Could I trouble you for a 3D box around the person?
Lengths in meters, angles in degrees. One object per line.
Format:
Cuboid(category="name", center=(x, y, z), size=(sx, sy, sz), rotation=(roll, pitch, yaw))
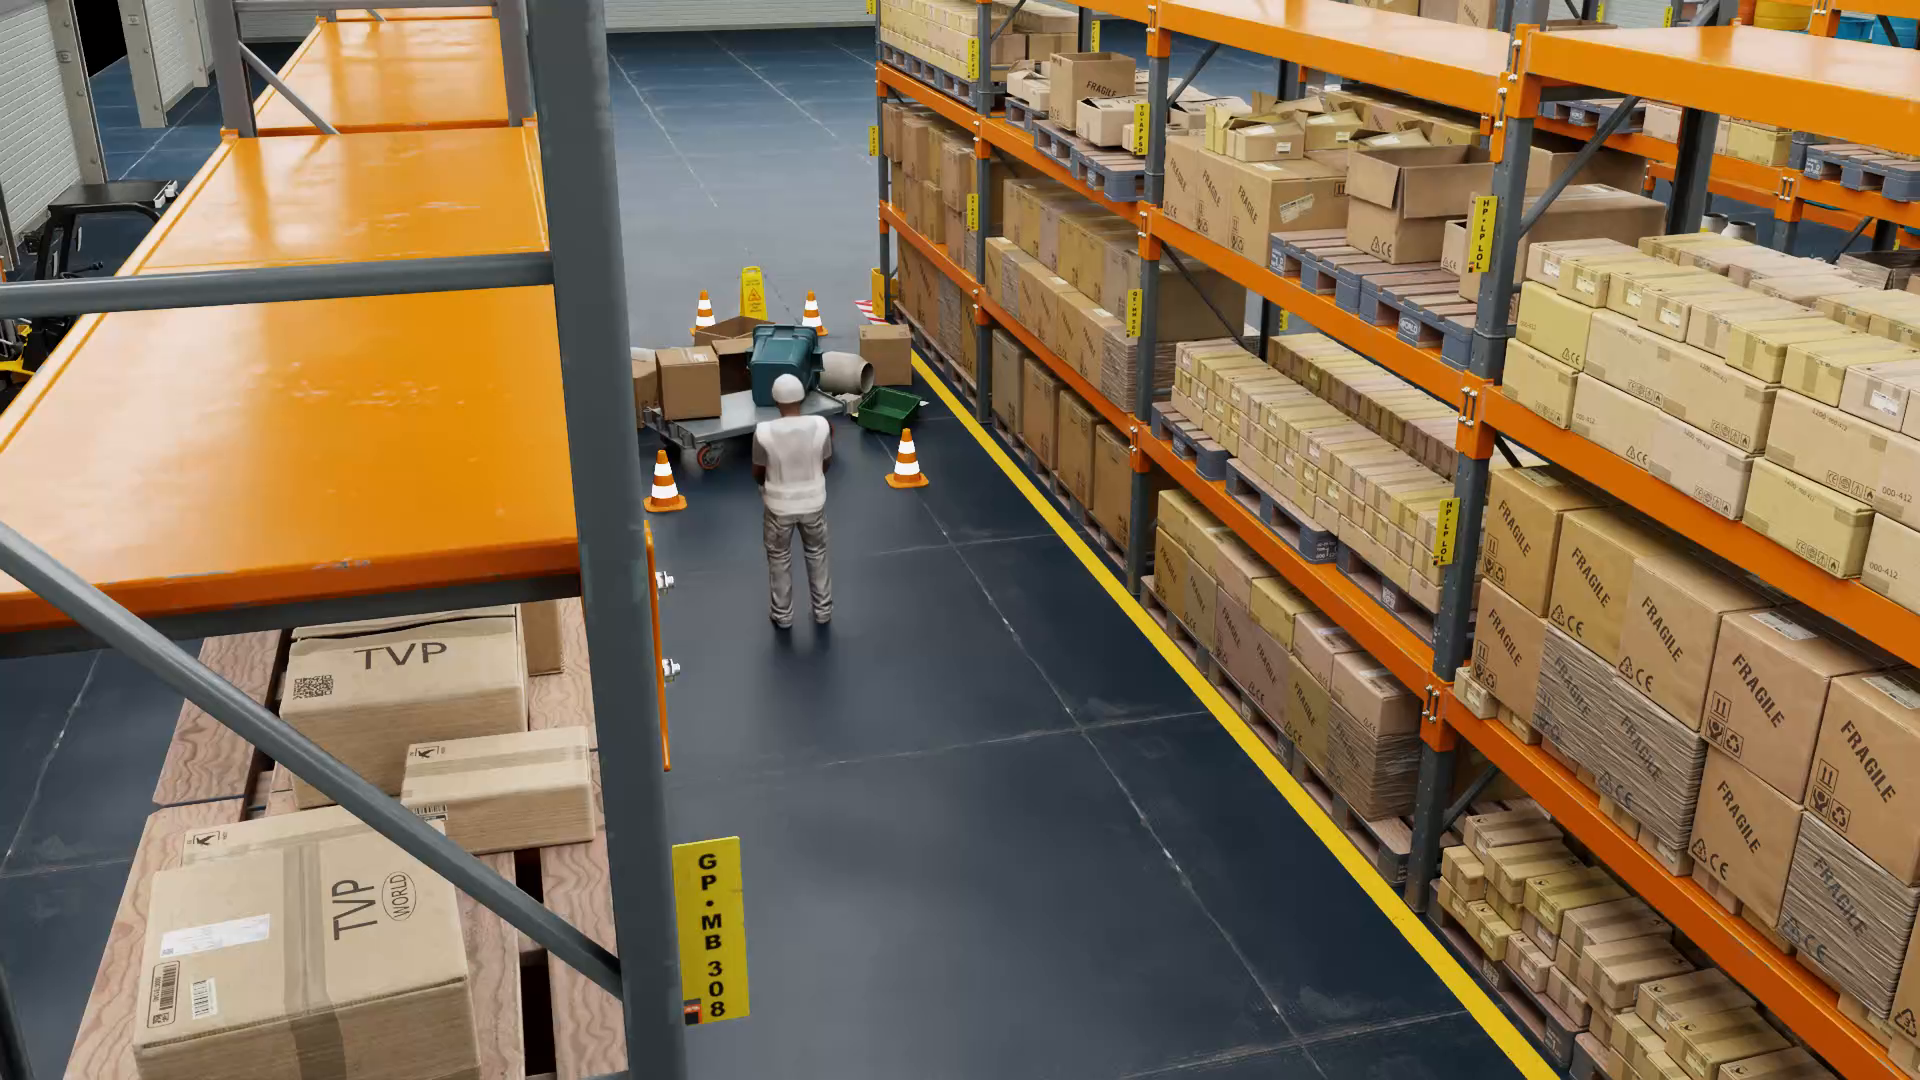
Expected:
Cuboid(category="person", center=(-1.141, -0.280, 11.306), size=(0.546, 1.788, 0.509), rotation=(-6, 24, -15))
